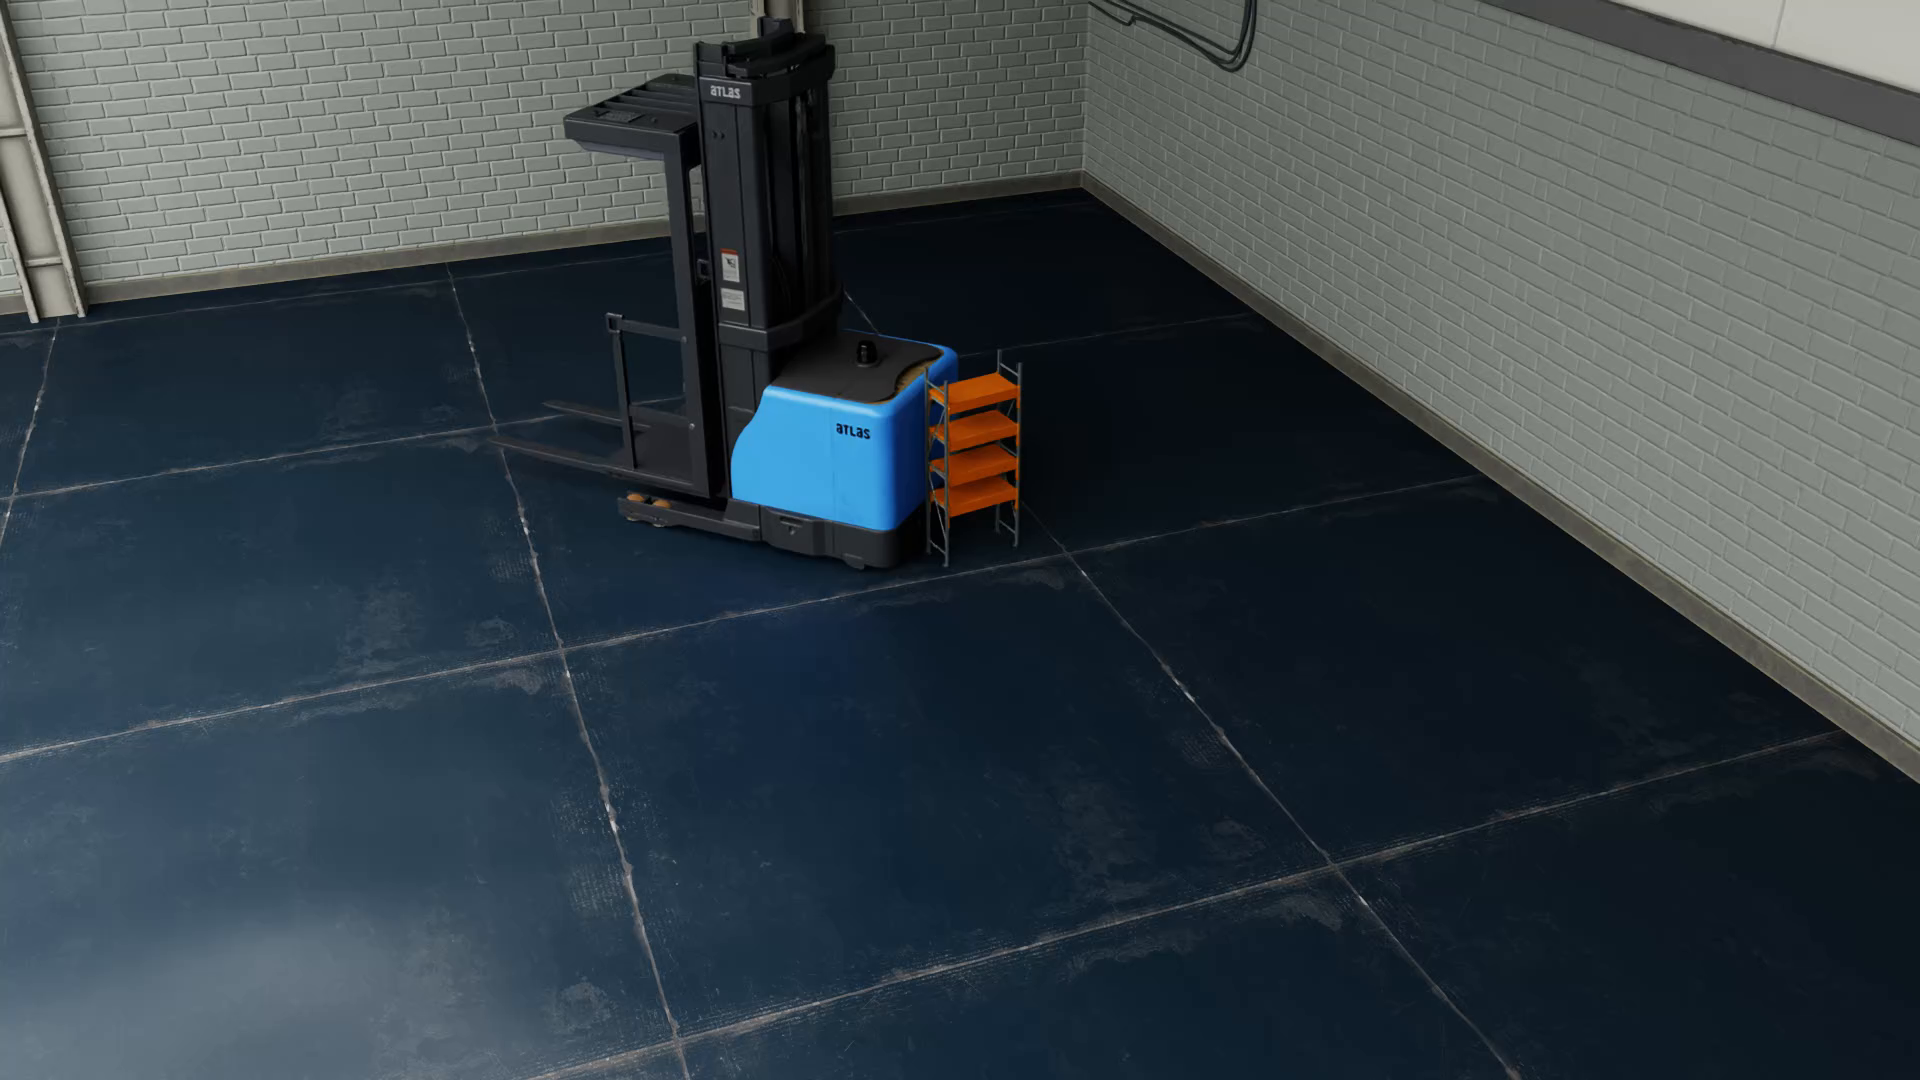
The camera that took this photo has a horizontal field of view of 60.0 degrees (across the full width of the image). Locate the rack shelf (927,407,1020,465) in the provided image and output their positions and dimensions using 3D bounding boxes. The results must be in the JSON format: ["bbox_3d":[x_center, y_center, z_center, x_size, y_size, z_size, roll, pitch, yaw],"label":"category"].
[{"bbox_3d":[0.076,-0.605,9.634,0.480,0.148,0.258,-16,34,-26],"label":"rack shelf"}]

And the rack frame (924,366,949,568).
[{"bbox_3d":[-0.133,-0.407,9.603,0.015,1.200,0.240,-16,34,-26],"label":"rack frame"}]

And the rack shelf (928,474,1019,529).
[{"bbox_3d":[0.076,-0.238,9.843,0.480,0.148,0.258,-16,34,-26],"label":"rack shelf"}]

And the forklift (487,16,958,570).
[{"bbox_3d":[-1.559,-1.574,9.903,3.031,2.935,1.130,13,32,21],"label":"forklift"}]

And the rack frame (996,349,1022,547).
[{"bbox_3d":[0.286,-0.531,9.821,0.015,1.200,0.240,-16,34,-26],"label":"rack frame"}]

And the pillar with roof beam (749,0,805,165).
[{"bbox_3d":[-0.062,-4.762,9.369,0.400,9.000,9.100,-10,31,-18],"label":"pillar with roof beam"}]

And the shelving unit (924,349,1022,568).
[{"bbox_3d":[0.076,-0.469,9.712,0.503,1.200,0.258,-16,34,-26],"label":"shelving unit"}]

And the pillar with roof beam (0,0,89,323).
[{"bbox_3d":[-5.686,-3.727,7.551,0.400,9.000,9.100,-10,31,-18],"label":"pillar with roof beam"}]

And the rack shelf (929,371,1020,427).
[{"bbox_3d":[0.076,-0.810,9.517,0.480,0.148,0.258,-16,34,-26],"label":"rack shelf"}]

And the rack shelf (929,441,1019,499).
[{"bbox_3d":[0.076,-0.411,9.745,0.480,0.148,0.258,-16,34,-26],"label":"rack shelf"}]

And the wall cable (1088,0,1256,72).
[{"bbox_3d":[1.659,-5.306,13.459,0.112,2.526,3.097,-10,31,-18],"label":"wall cable"}]
